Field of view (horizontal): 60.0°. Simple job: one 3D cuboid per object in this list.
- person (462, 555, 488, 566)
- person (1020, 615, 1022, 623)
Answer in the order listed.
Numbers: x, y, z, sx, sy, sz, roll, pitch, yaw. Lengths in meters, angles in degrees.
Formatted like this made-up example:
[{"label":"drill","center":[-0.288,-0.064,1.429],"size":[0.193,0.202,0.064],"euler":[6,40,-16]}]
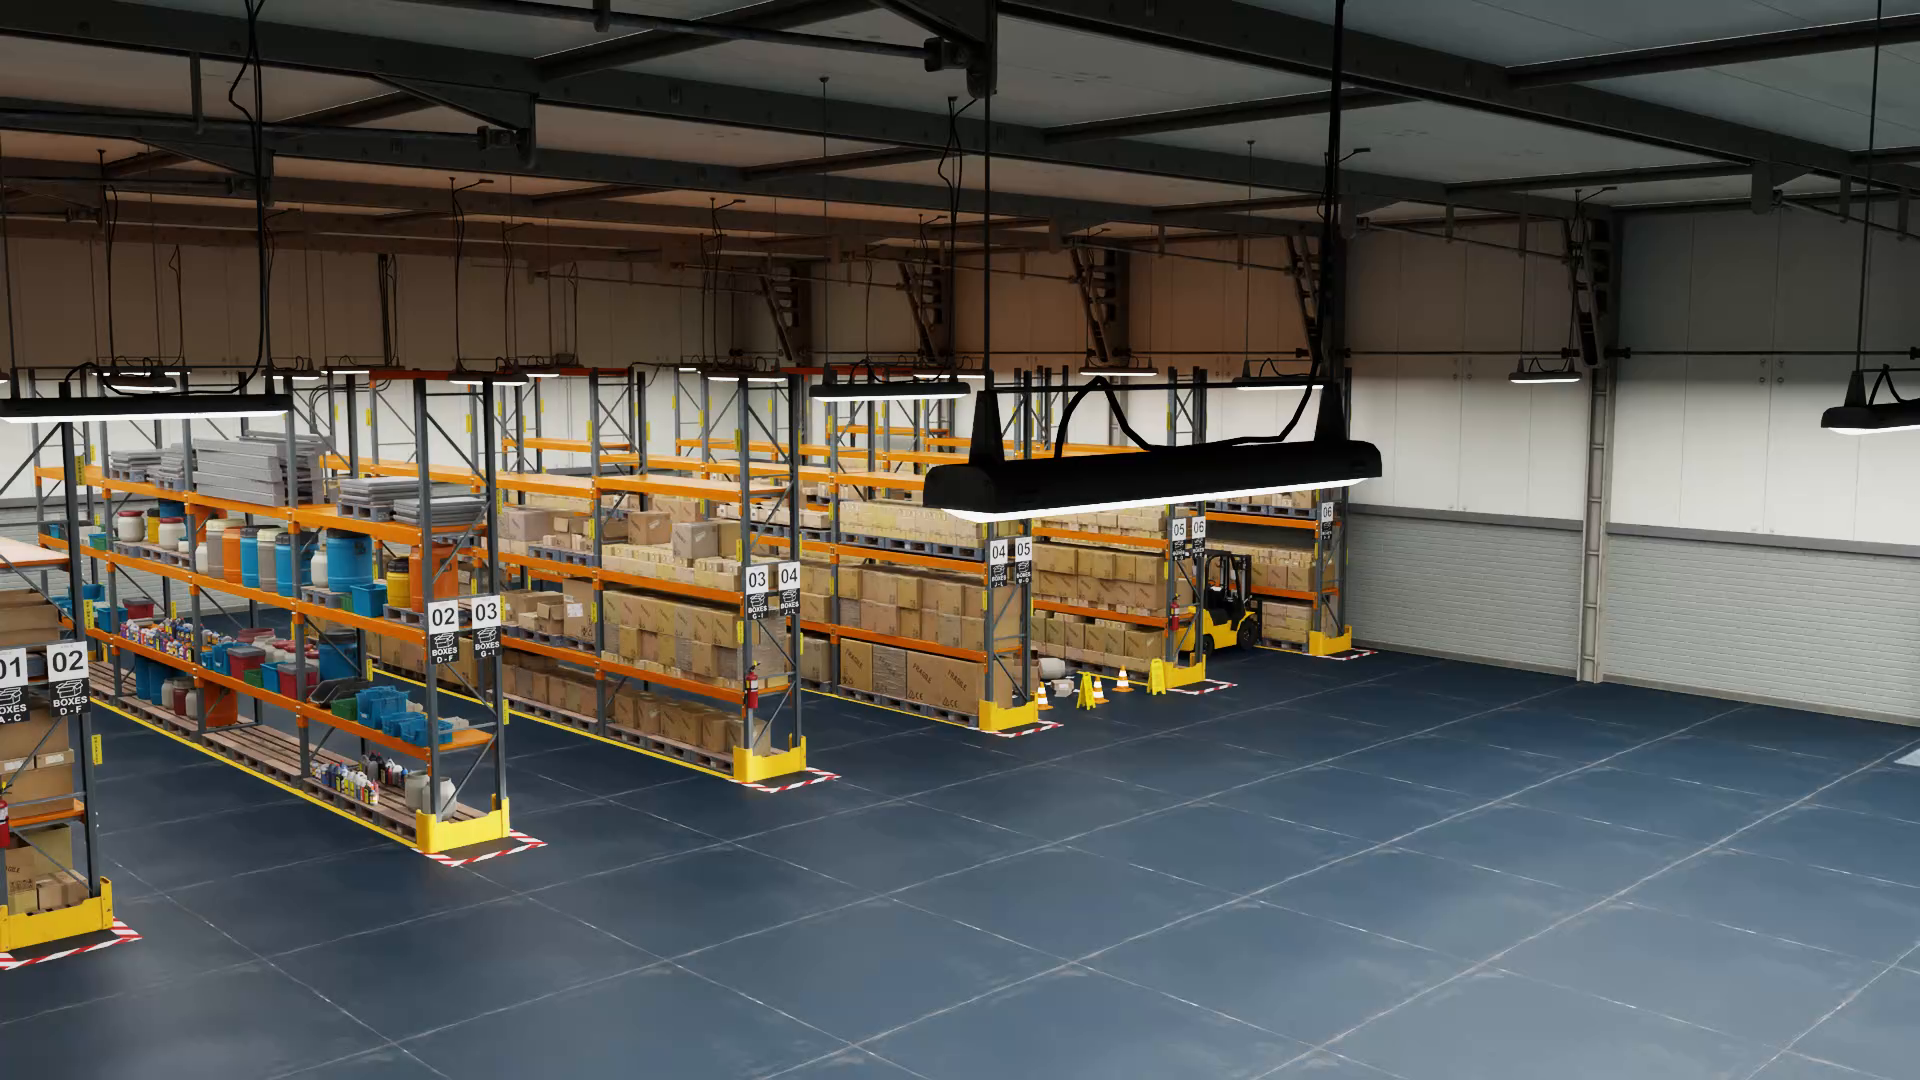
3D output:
[{"label":"person","center":[-12.242,0.807,42.088],"size":[0.688,1.581,0.914],"euler":[-2,7,-20]},{"label":"person","center":[1.110,1.200,37.945],"size":[0.711,1.744,0.727],"euler":[-6,9,-43]}]
